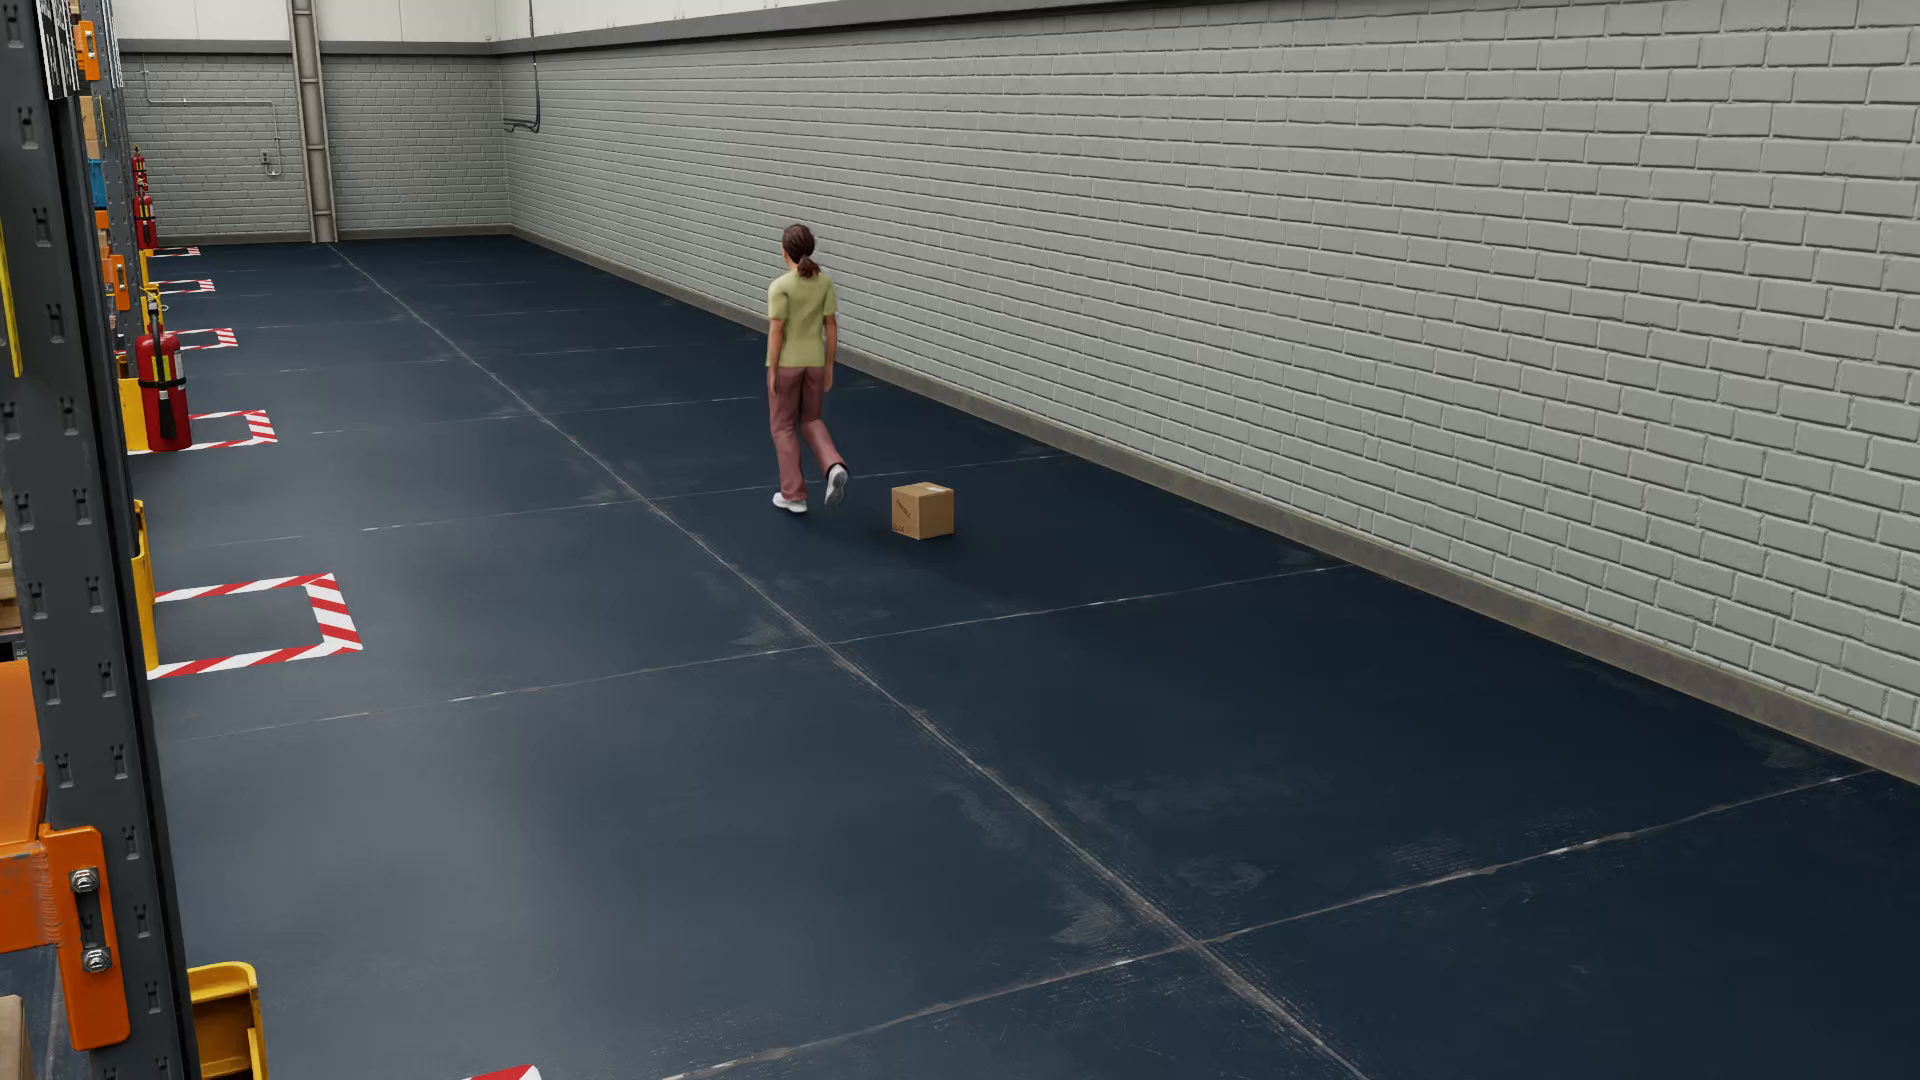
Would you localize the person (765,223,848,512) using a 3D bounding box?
[{"bbox_3d":[-0.899,-0.964,9.478,0.442,1.656,0.589,-10,18,-33],"label":"person"}]
